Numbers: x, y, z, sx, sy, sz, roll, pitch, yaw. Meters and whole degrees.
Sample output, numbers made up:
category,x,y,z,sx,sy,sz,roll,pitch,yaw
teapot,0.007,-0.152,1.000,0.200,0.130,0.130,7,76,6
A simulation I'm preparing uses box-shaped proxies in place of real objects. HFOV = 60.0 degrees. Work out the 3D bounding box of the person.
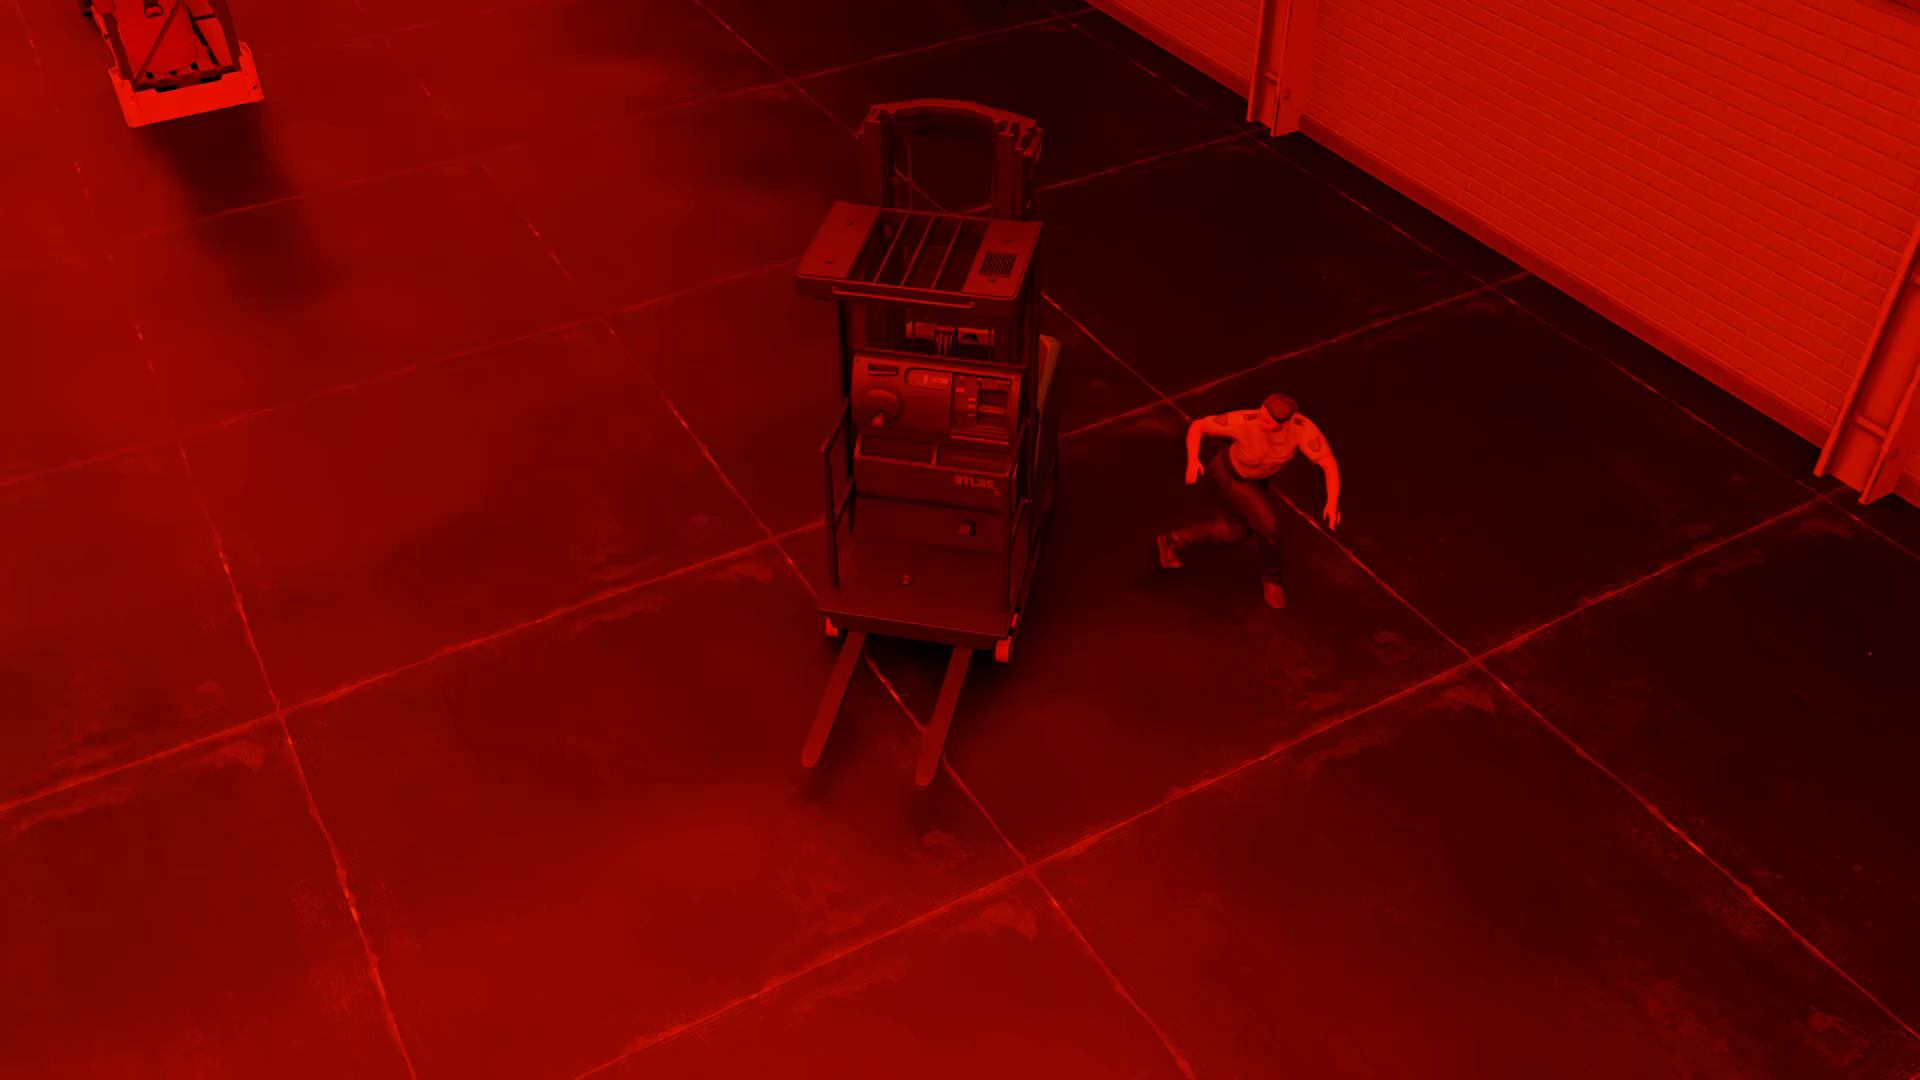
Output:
category,x,y,z,sx,sy,sz,roll,pitch,yaw
person,1.640,-0.205,9.505,0.836,1.443,1.081,-22,45,-25

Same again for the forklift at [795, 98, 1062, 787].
category,x,y,z,sx,sy,sz,roll,pitch,yaw
forklift,-0.175,-0.691,8.870,1.130,2.935,3.031,8,40,9
